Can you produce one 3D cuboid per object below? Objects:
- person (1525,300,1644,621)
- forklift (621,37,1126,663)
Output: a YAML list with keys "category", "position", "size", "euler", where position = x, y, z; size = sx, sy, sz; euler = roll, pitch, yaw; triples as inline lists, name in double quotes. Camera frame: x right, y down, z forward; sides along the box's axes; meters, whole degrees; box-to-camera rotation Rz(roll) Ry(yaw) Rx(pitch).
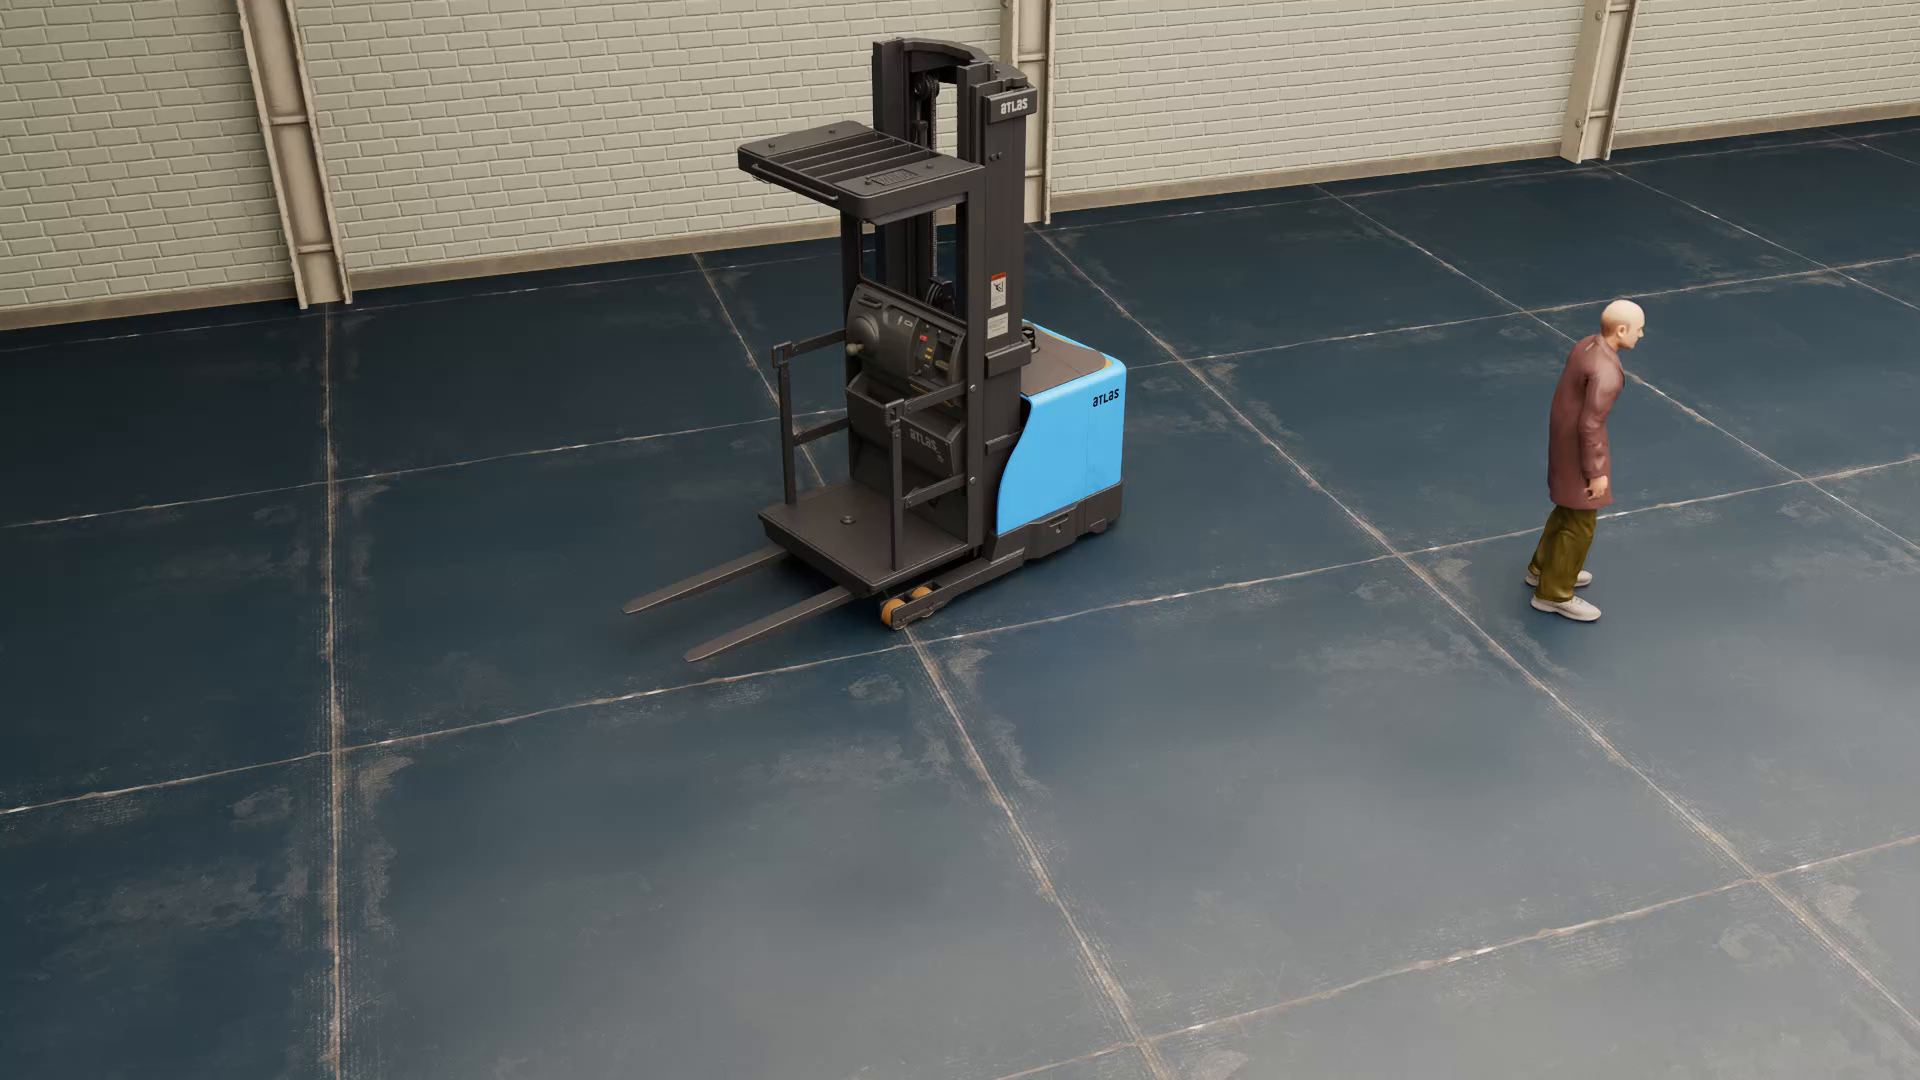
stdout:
- category: "person"
  position: [3.400, -0.461, 9.047]
  size: [0.422, 1.774, 0.642]
  euler: [6, 30, 10]
- category: "forklift"
  position: [-0.461, -1.072, 8.951]
  size: [3.031, 2.935, 1.130]
  euler: [-23, 37, -34]
